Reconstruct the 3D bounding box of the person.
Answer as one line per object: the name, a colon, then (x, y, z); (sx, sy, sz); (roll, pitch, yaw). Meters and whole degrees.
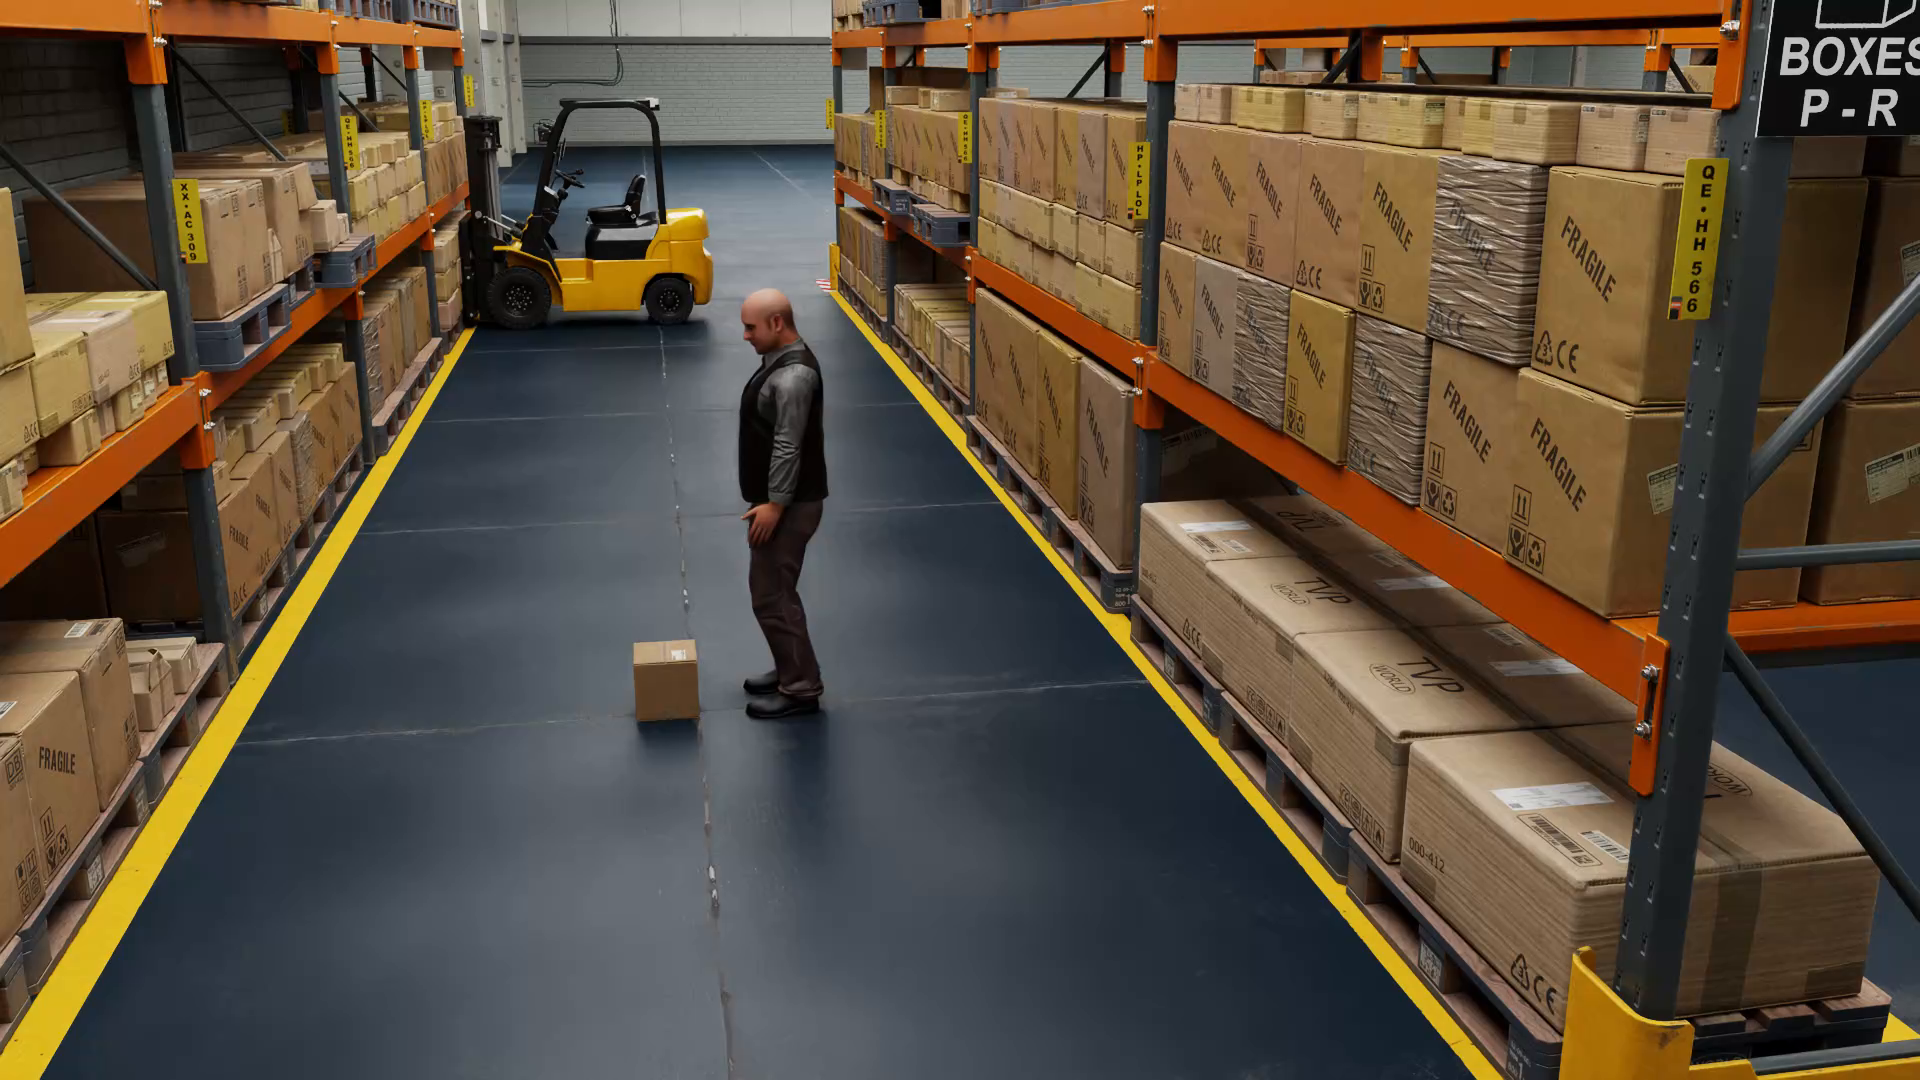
person: (-0.707, -0.146, 6.619); (0.361, 1.711, 0.538); (-3, 16, -9)
